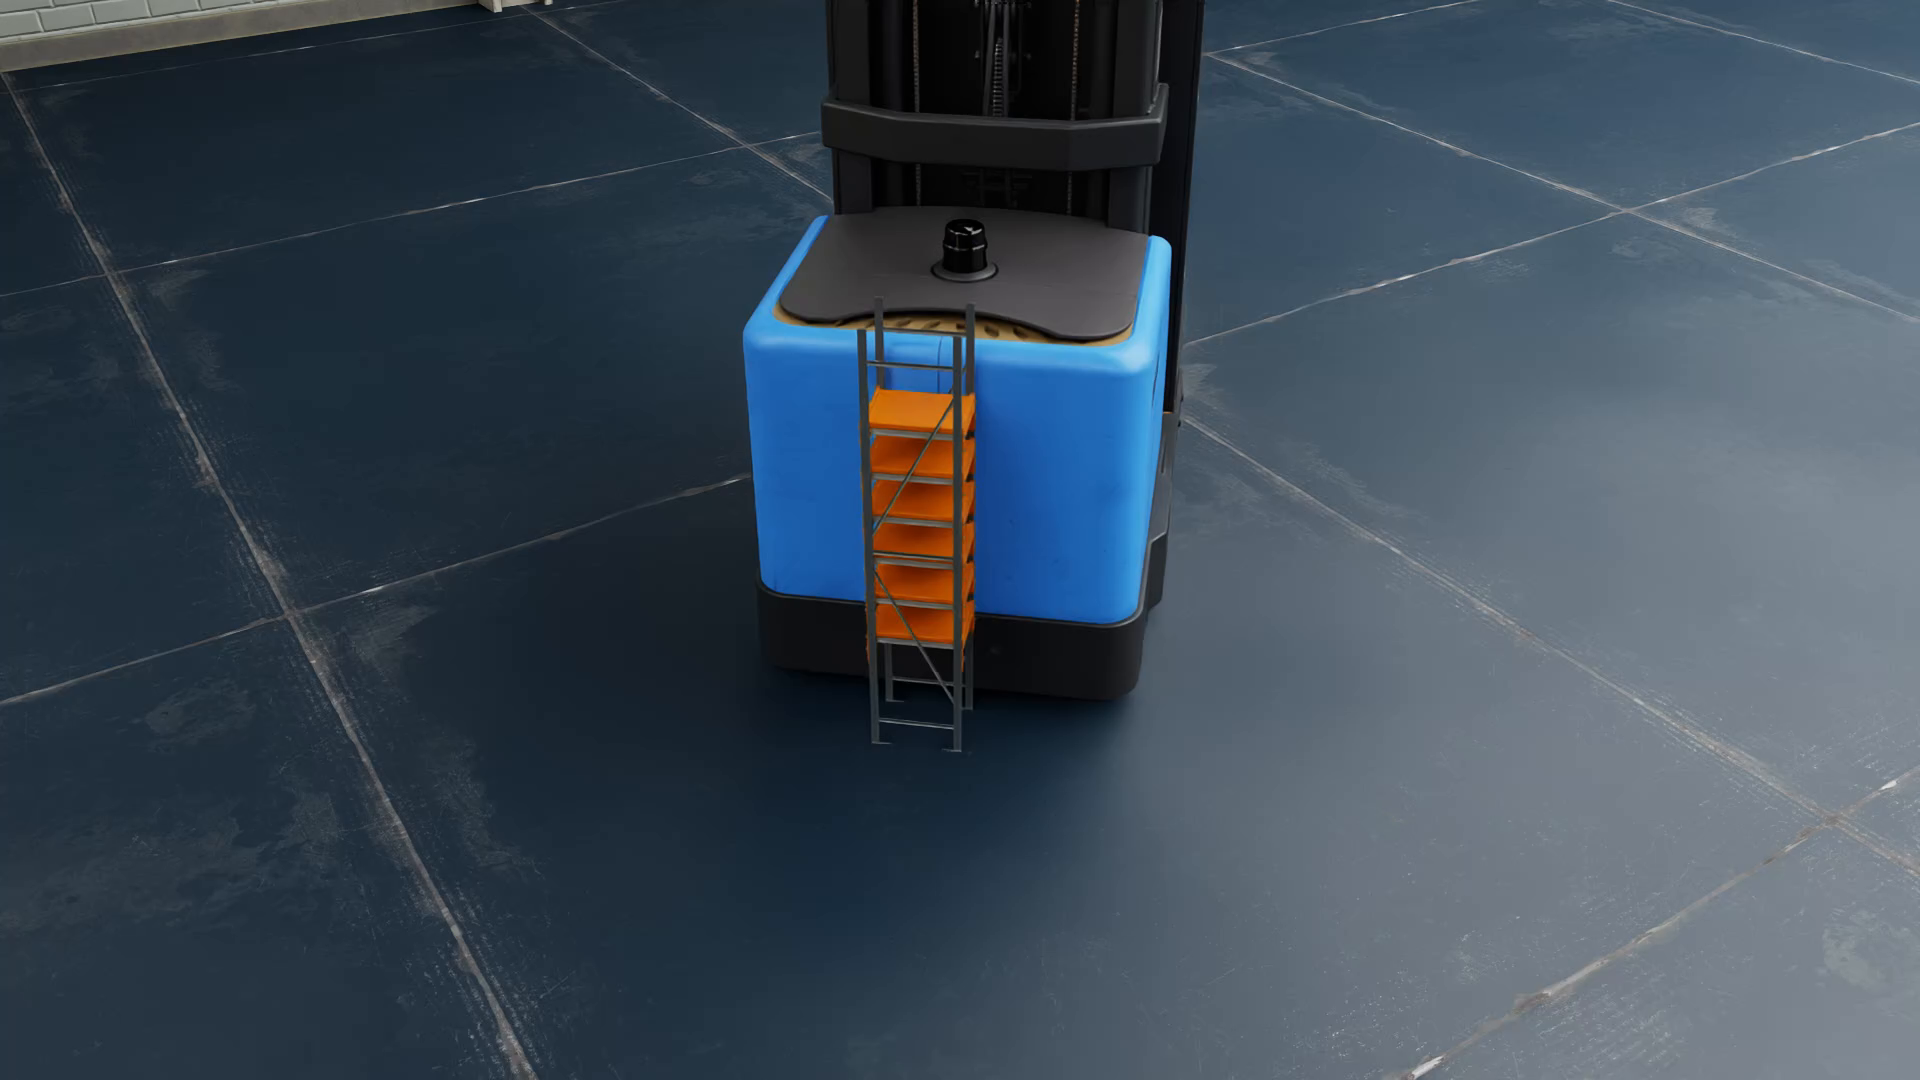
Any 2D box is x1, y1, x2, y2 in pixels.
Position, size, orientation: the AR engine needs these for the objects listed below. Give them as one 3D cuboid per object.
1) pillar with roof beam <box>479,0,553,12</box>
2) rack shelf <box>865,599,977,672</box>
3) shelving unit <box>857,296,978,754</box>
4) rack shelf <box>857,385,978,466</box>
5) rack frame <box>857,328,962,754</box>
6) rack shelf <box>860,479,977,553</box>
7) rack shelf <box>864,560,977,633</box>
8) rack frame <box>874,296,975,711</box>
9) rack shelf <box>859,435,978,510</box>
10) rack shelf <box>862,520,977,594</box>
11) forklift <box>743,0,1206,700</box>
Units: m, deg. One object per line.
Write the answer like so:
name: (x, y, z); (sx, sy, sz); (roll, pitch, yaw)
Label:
pillar with roof beam: (-0.546, -5.352, 5.301); (0.400, 9.000, 9.100); (-19, 37, -27)
rack shelf: (-0.099, 0.234, 4.288); (0.258, 0.103, 0.180); (5, 33, 8)
shelving unit: (-0.099, -0.007, 4.136); (0.258, 1.200, 0.189); (5, 33, 8)
rack shelf: (-0.099, -0.274, 3.968); (0.258, 0.103, 0.180); (5, 33, 8)
rack frame: (-0.114, 0.041, 4.060); (0.240, 1.200, 0.006); (5, 33, 8)
rack shelf: (-0.099, -0.071, 4.096); (0.258, 0.103, 0.180); (5, 33, 8)
rack shelf: (-0.099, 0.132, 4.224); (0.258, 0.103, 0.180); (5, 33, 8)
rack frame: (-0.084, -0.055, 4.213); (0.240, 1.200, 0.006); (5, 33, 8)
rack shelf: (-0.099, -0.172, 4.032); (0.258, 0.103, 0.180); (5, 33, 8)
rack shelf: (-0.099, 0.031, 4.160); (0.258, 0.103, 0.180); (5, 33, 8)
forklift: (0.196, -1.585, 5.016); (1.130, 2.935, 3.031); (5, 33, 8)
